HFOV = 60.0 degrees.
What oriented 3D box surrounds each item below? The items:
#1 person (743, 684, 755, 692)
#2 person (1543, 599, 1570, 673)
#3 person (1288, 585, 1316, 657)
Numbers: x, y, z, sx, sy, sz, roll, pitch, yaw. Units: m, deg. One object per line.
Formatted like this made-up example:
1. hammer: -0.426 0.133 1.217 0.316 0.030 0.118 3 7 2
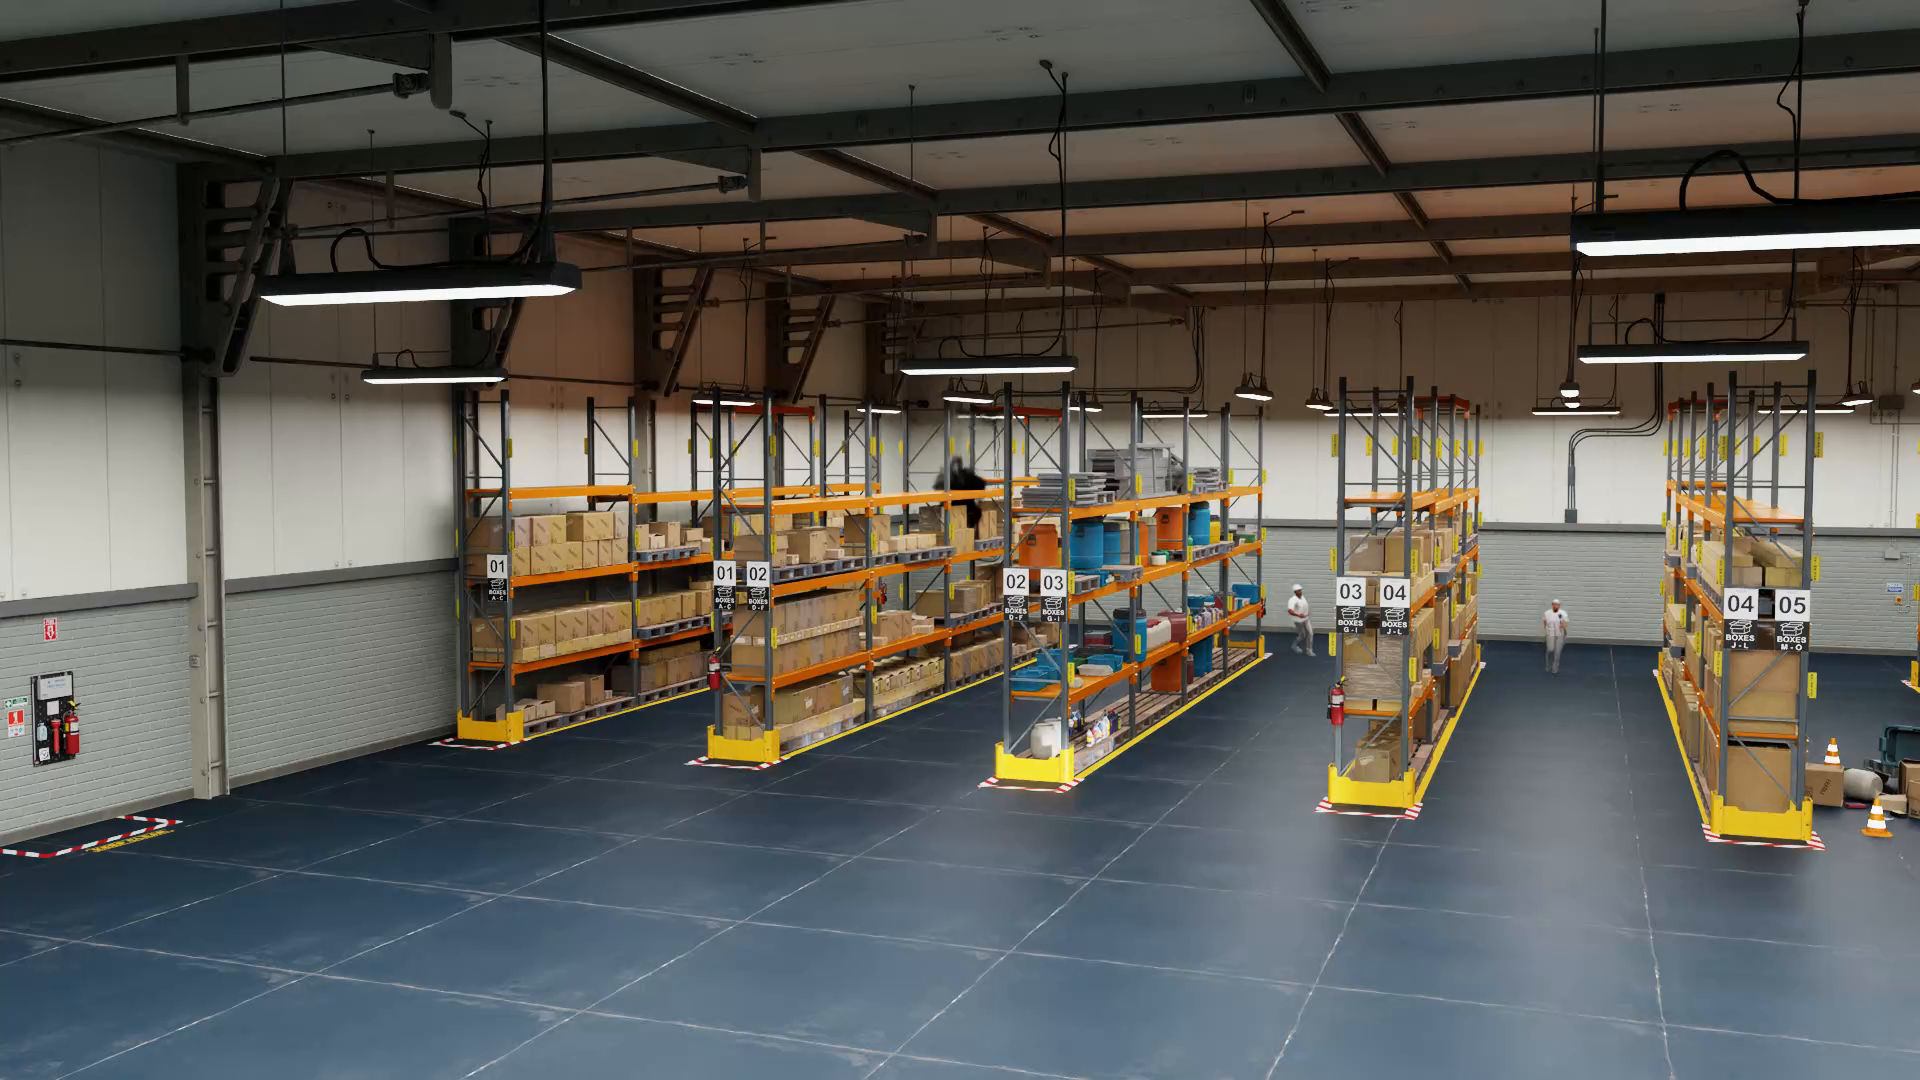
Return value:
1. person: -3.976 2.393 31.774 0.729 1.737 0.627 1 3 14
2. person: 13.261 2.150 37.008 0.579 1.669 0.651 1 3 21
3. person: 8.142 1.934 40.022 0.708 1.741 0.672 -2 4 -37
